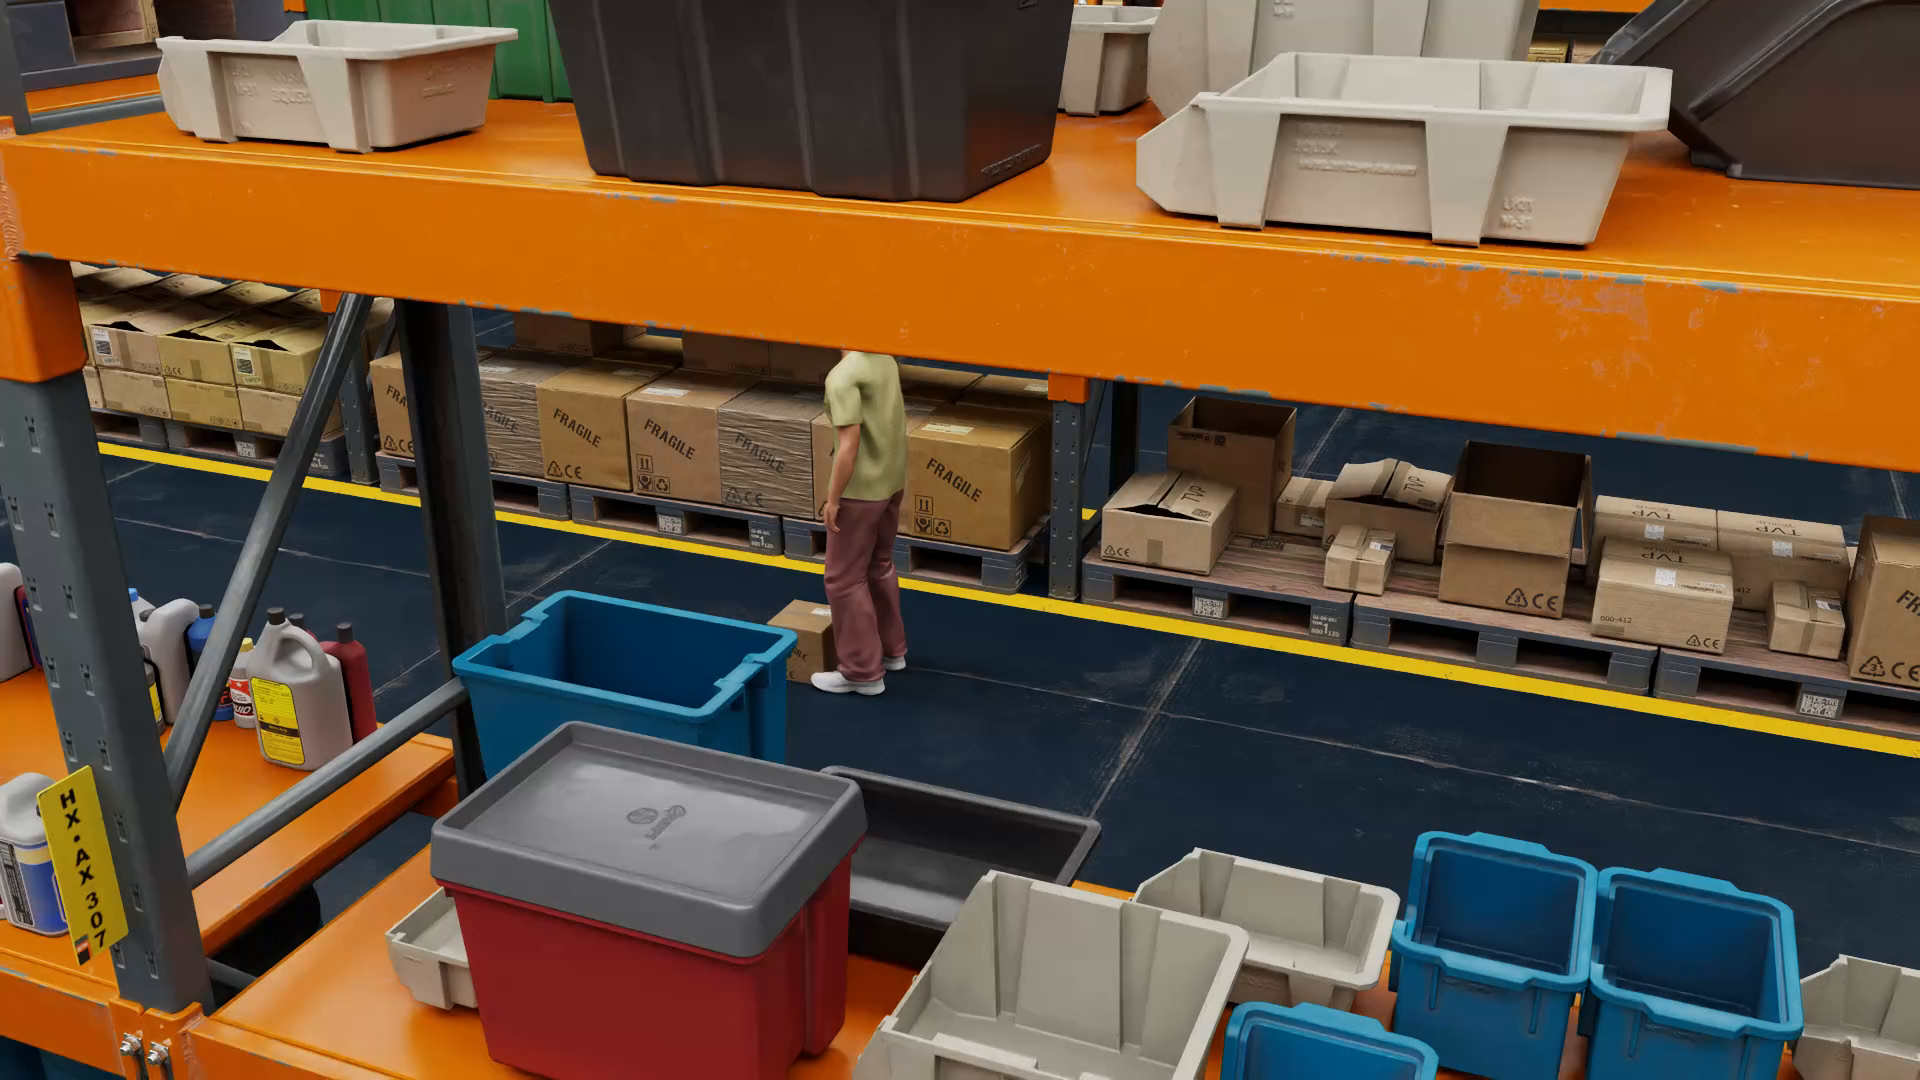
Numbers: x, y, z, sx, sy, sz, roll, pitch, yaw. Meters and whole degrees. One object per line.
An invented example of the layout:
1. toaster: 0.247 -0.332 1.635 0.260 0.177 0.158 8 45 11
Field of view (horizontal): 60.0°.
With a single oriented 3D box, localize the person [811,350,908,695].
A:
1. person: -0.399 -0.198 6.572 0.357 1.673 0.499 9 24 21
